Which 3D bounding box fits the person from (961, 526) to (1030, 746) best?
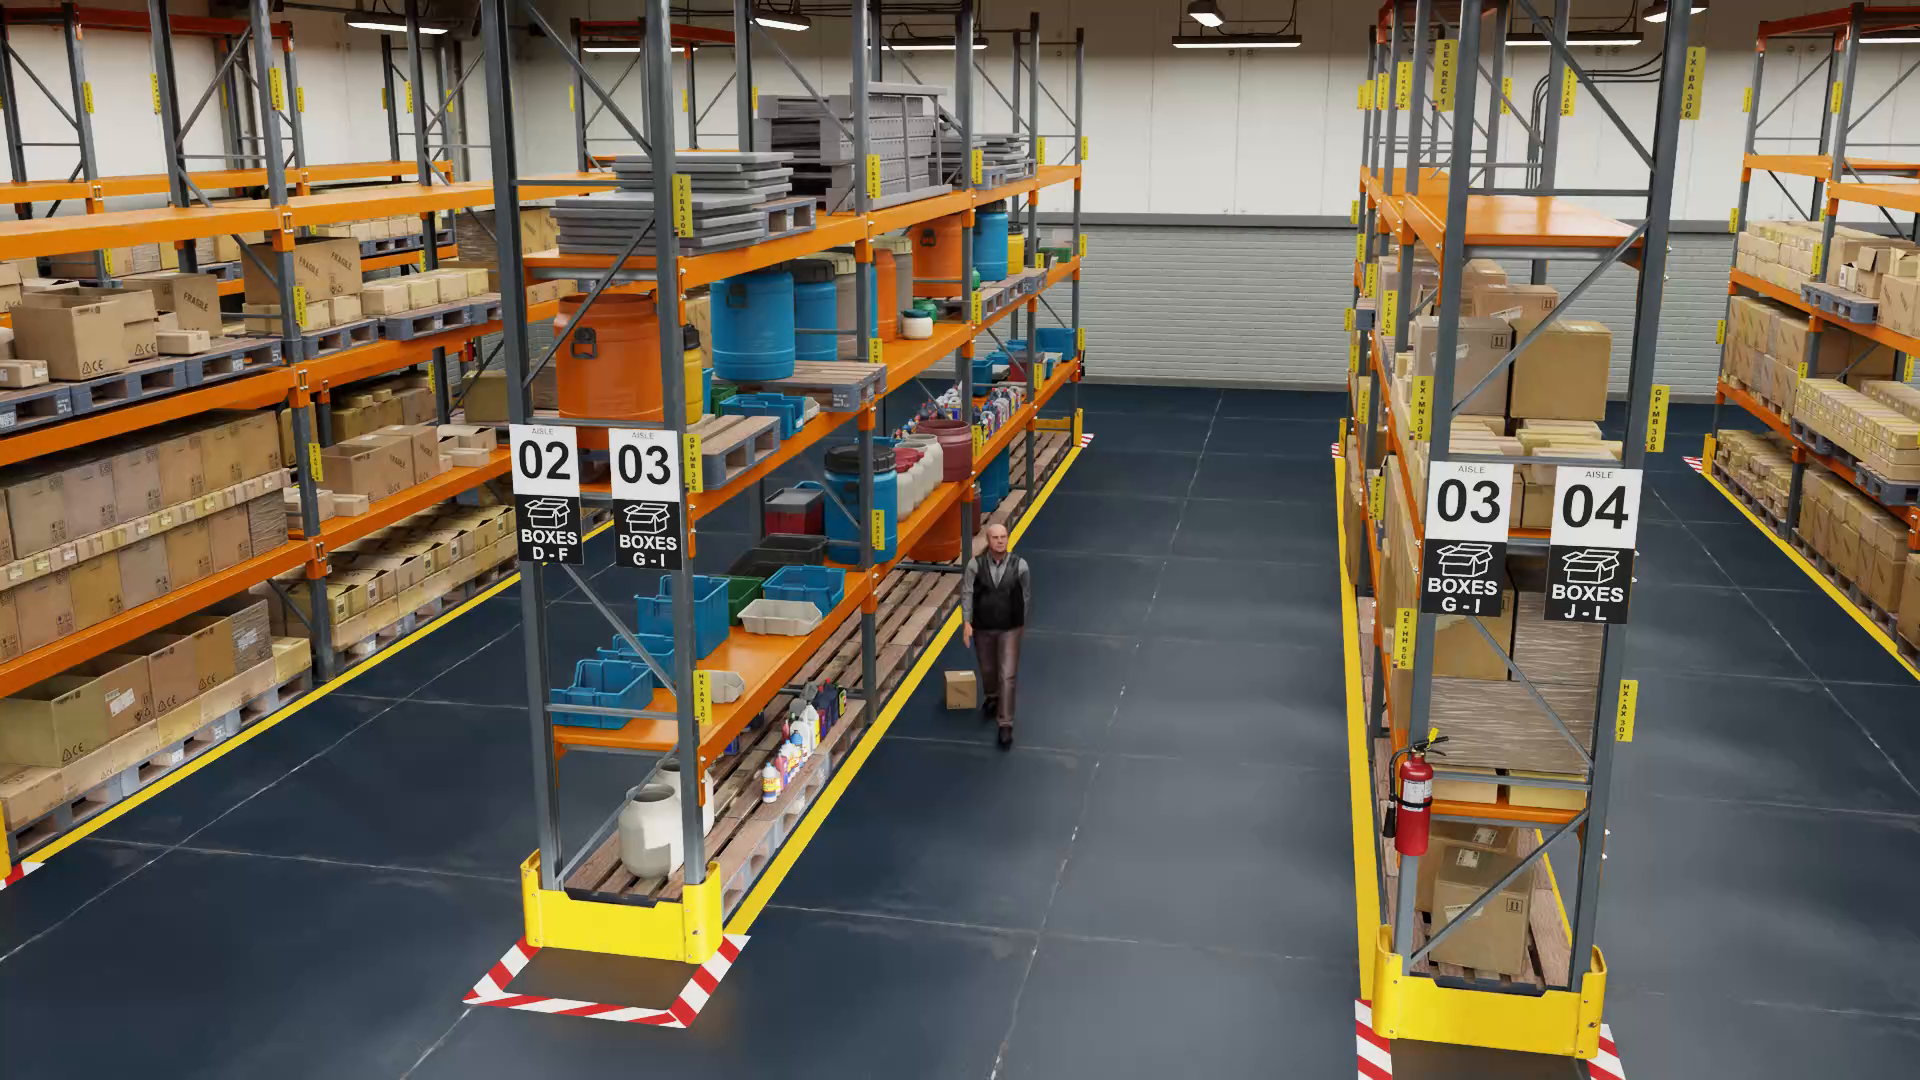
[{"bbox_3d":[0.281,0.722,13.292,0.541,1.675,1.020,2,15,7],"label":"person"}]
